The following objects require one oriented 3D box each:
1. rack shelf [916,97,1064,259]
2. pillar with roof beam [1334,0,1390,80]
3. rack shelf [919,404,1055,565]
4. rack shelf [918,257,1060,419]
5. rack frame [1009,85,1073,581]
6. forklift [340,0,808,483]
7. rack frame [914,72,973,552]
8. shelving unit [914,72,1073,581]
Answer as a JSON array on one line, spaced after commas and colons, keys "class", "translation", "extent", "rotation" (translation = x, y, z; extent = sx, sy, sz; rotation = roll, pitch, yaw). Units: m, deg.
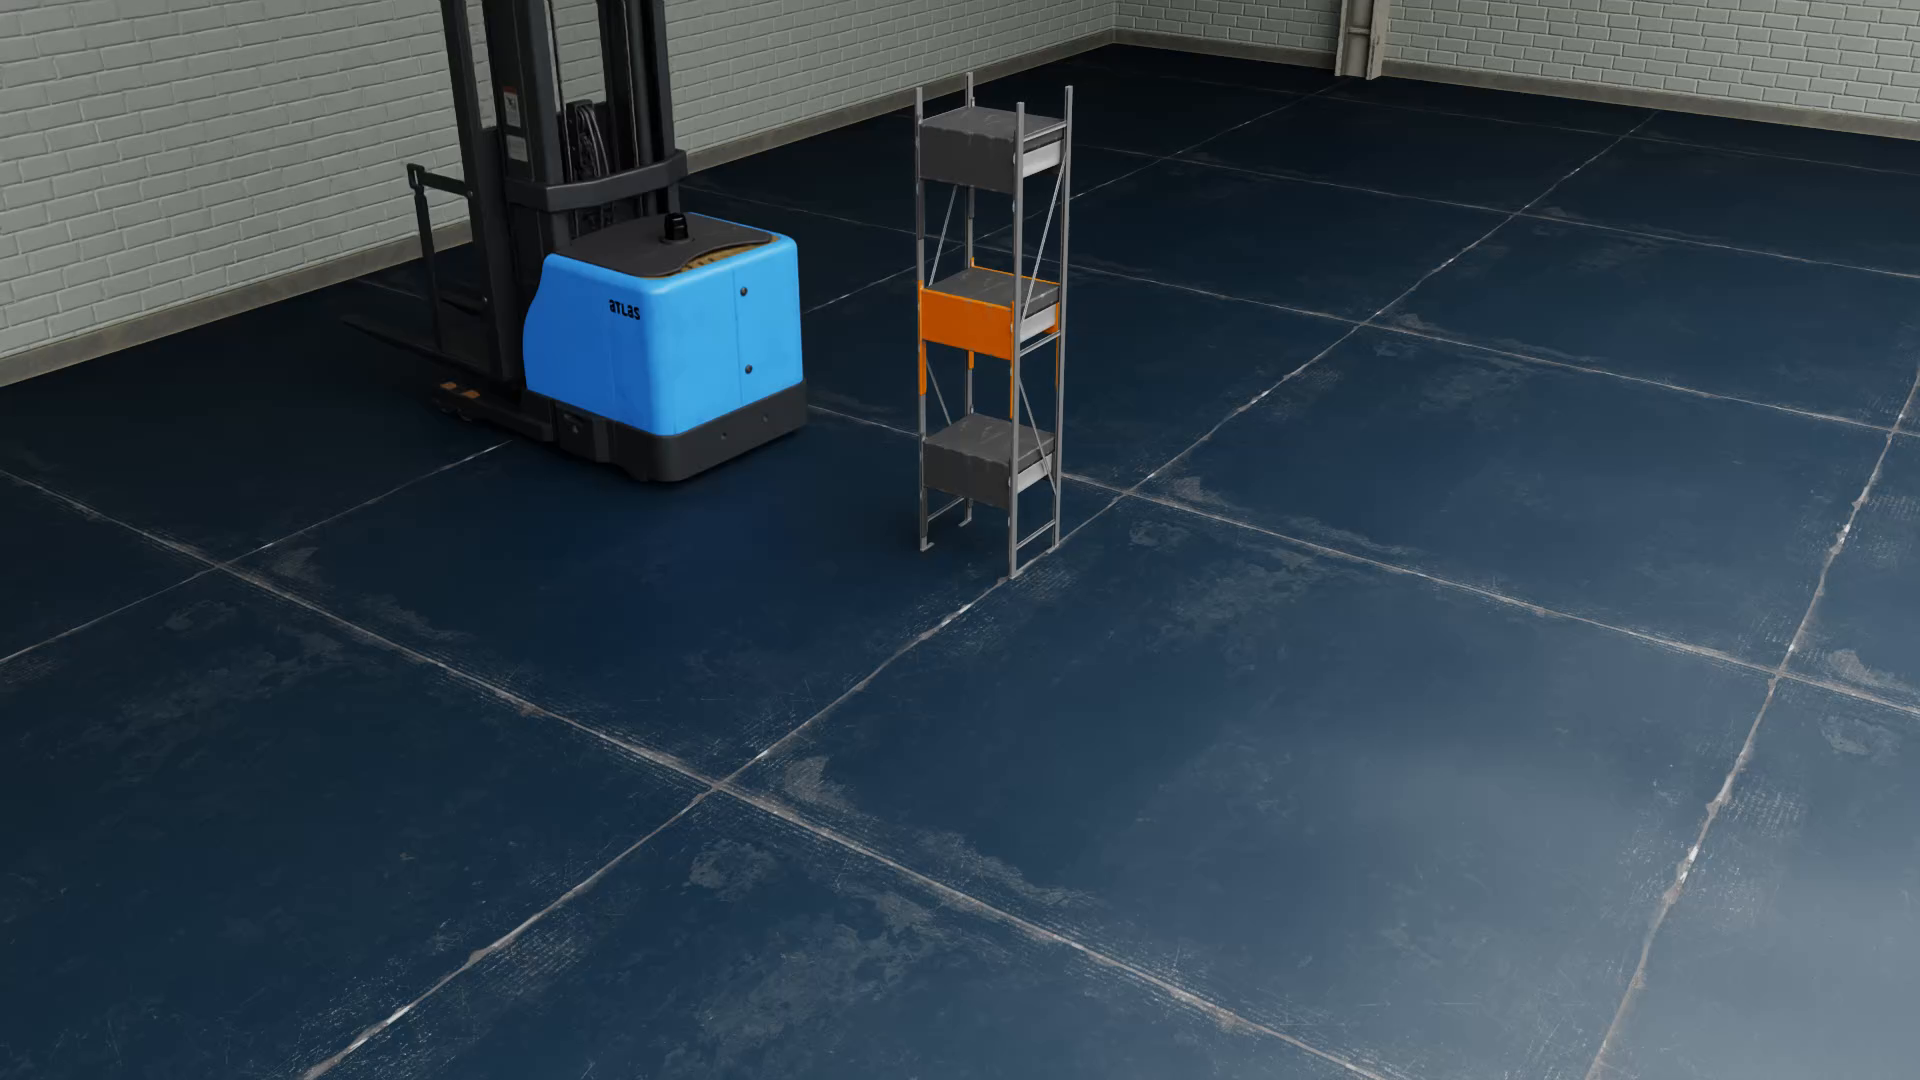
[{"class": "rack shelf", "translation": [0.136, -1.505, 6.879], "extent": [0.480, 0.518, 0.431], "rotation": [17, 32, 30]}, {"class": "pillar with roof beam", "translation": [1.679, -7.210, 11.996], "extent": [0.400, 9.000, 9.100], "rotation": [17, 32, 30]}, {"class": "rack shelf", "translation": [0.136, -0.257, 7.514], "extent": [0.480, 0.518, 0.431], "rotation": [17, 32, 30]}, {"class": "rack shelf", "translation": [0.136, -0.881, 7.196], "extent": [0.480, 0.518, 0.431], "rotation": [17, 32, 30]}, {"class": "rack frame", "translation": [0.338, -0.831, 7.067], "extent": [0.015, 2.100, 0.400], "rotation": [17, 32, 30]}, {"class": "forklift", "translation": [-2.278, -2.118, 8.680], "extent": [3.031, 2.935, 1.130], "rotation": [20, 33, 33]}, {"class": "rack frame", "translation": [-0.065, -0.956, 7.313], "extent": [0.015, 2.100, 0.400], "rotation": [17, 32, 30]}, {"class": "shelving unit", "translation": [0.136, -0.893, 7.190], "extent": [0.503, 2.100, 0.431], "rotation": [17, 32, 30]}]
